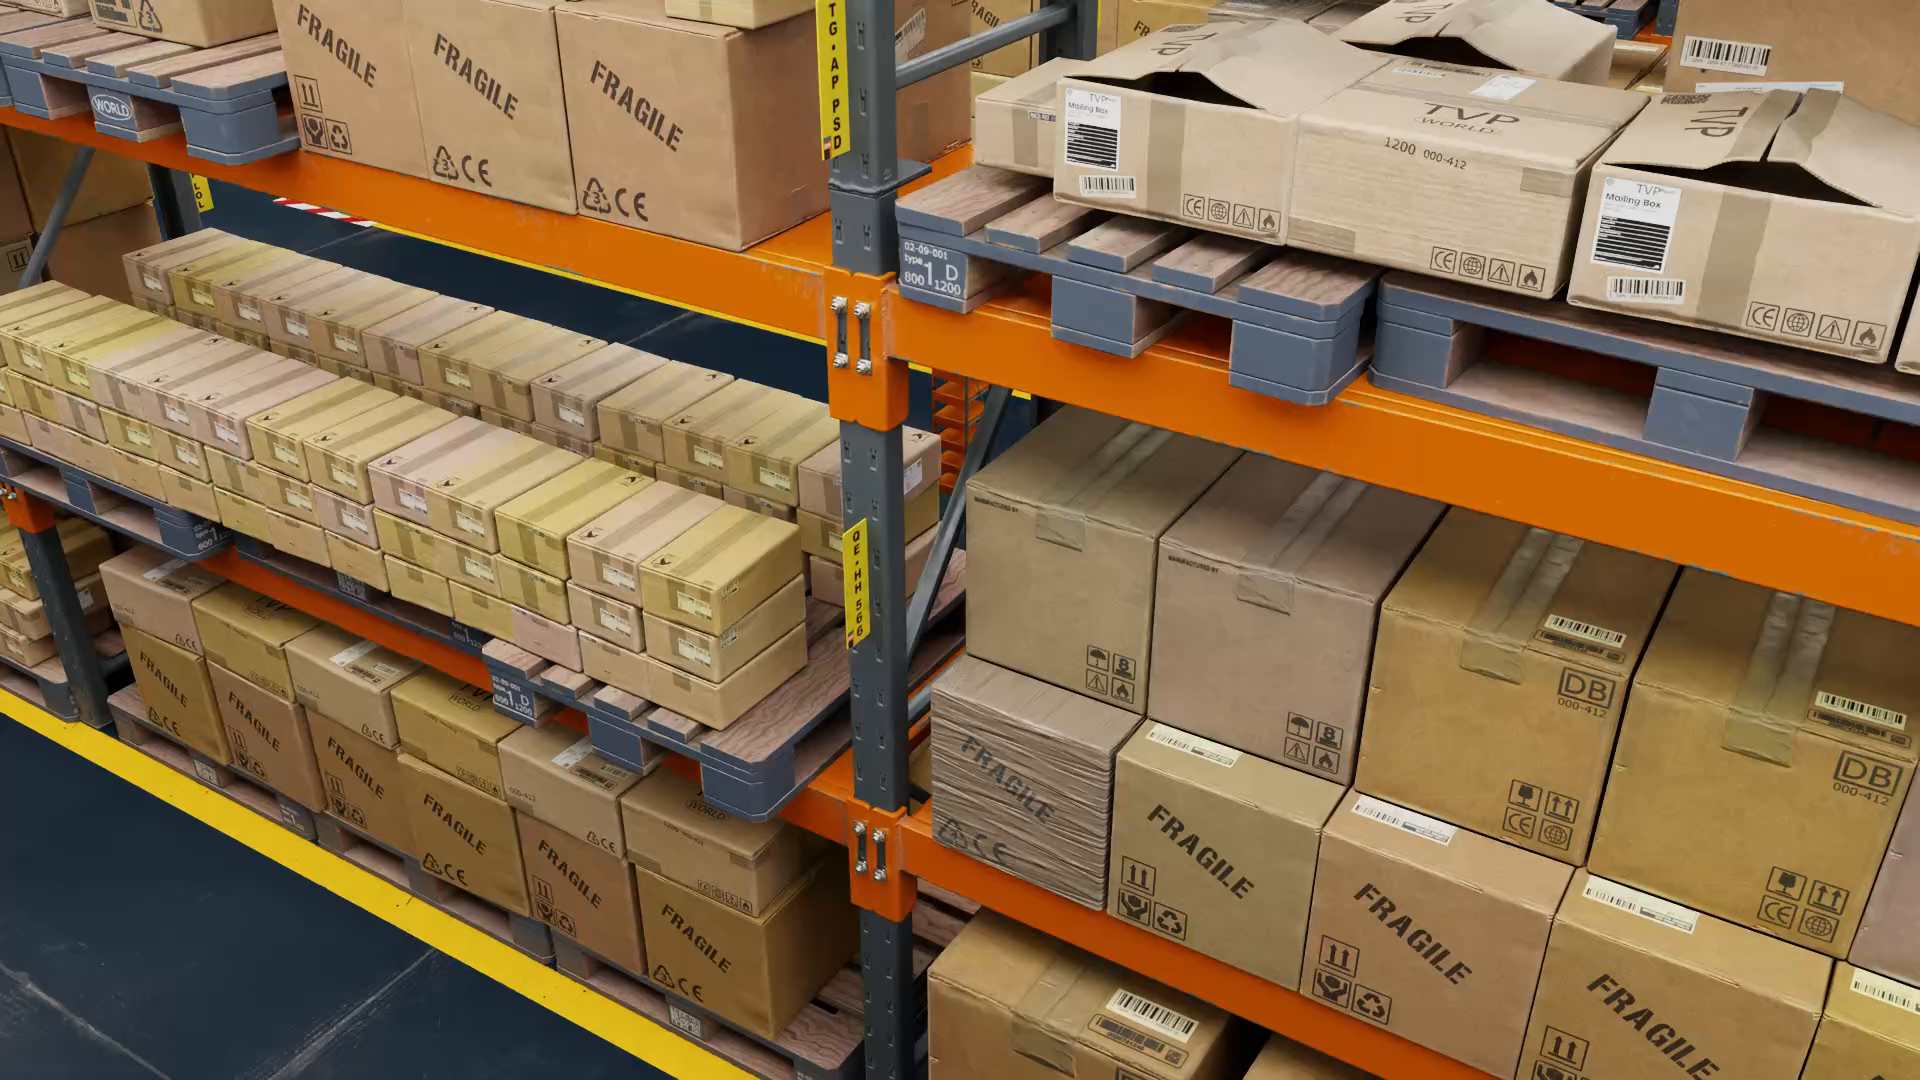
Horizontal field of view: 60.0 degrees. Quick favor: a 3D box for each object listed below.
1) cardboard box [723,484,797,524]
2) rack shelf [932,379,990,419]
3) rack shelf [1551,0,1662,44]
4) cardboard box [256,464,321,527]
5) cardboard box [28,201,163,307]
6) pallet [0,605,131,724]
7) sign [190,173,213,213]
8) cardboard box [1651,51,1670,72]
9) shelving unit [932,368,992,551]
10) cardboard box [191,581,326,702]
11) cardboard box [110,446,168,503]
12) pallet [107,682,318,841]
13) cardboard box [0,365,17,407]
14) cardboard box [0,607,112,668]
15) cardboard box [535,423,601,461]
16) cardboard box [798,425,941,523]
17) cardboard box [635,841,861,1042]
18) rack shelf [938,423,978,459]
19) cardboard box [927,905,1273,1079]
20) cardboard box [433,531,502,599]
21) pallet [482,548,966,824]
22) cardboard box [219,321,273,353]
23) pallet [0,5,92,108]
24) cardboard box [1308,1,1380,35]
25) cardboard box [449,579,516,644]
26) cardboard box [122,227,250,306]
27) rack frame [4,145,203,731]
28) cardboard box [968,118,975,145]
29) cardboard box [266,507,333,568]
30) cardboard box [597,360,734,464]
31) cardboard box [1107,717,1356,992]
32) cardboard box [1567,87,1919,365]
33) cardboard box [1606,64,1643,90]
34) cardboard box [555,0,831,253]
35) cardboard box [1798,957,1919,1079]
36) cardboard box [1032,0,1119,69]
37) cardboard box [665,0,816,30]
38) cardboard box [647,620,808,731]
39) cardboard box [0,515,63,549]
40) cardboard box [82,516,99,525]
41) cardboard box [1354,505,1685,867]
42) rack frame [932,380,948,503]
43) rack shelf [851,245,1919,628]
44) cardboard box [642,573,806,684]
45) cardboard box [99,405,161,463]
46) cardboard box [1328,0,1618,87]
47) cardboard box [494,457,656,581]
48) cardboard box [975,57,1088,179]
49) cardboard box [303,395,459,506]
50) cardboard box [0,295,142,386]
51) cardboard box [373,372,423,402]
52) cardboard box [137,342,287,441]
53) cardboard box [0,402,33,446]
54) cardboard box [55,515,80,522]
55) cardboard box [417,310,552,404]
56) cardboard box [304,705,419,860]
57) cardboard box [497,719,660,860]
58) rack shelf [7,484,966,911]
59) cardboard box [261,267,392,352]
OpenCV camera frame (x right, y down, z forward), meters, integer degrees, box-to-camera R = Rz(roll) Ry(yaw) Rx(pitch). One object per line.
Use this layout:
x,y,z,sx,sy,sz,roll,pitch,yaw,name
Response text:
-0.501,-0.149,5.066,0.250,0.149,0.380,19,35,30,cardboard box
0.012,-0.683,7.842,0.180,0.103,0.258,18,35,27,rack shelf
3.520,-4.145,13.092,4.000,0.370,1.077,18,35,27,rack shelf
-1.940,-0.214,5.177,0.250,0.149,0.380,17,34,26,cardboard box
-3.641,-1.144,6.840,0.500,0.500,0.500,17,34,26,cardboard box
-3.943,0.307,7.513,1.213,0.211,1.003,18,35,27,pallet
-3.063,-1.470,6.644,0.005,0.325,0.100,18,35,27,sign
3.555,-2.016,7.918,0.500,0.500,0.500,17,34,27,cardboard box
0.012,-0.514,7.941,0.189,1.200,0.258,18,35,27,shelving unit
-2.418,0.295,6.088,0.500,0.250,0.500,19,35,29,cardboard box
-2.606,-0.295,5.612,0.250,0.149,0.380,18,35,28,cardboard box
-2.695,0.680,6.874,1.213,0.211,1.003,18,35,27,pallet
-3.266,-0.632,5.893,0.250,0.149,0.380,18,35,28,cardboard box
-3.869,0.358,7.072,0.250,0.149,0.380,18,35,28,cardboard box
-1.153,-0.354,5.417,0.250,0.149,0.380,18,35,27,cardboard box
-0.259,-0.198,4.855,0.250,0.149,0.380,18,35,27,cardboard box
-0.664,1.173,5.326,0.500,0.500,0.500,17,34,27,cardboard box
0.012,-0.476,7.963,0.180,0.103,0.258,18,35,27,rack shelf
0.501,1.331,4.807,0.750,0.750,1.050,17,34,27,cardboard box
-1.291,-0.007,4.823,0.250,0.149,0.380,18,35,27,cardboard box
-0.628,0.277,4.989,1.003,0.211,1.213,18,35,27,pallet
-2.481,-0.773,6.136,0.250,0.149,0.380,19,35,29,cardboard box
-2.889,-1.736,5.458,1.003,0.211,1.213,18,35,27,pallet
2.002,-2.302,8.128,0.500,0.500,0.500,17,34,26,cardboard box
-1.266,0.126,4.889,0.250,0.149,0.380,17,34,27,cardboard box
-2.912,-1.038,6.294,0.250,0.149,0.380,19,35,30,cardboard box
-3.355,-0.732,6.528,0.127,3.000,1.000,18,35,27,rack frame
0.288,-2.294,9.355,0.500,0.250,0.500,17,34,27,cardboard box
-1.946,-0.087,5.255,0.250,0.149,0.380,16,34,25,cardboard box
-0.914,-0.407,5.212,0.250,0.149,0.380,16,34,25,cardboard box
0.702,0.667,4.031,0.500,0.500,0.500,17,34,27,cardboard box
1.388,-0.583,2.868,0.500,0.311,0.500,17,34,26,cardboard box
2.837,-1.934,7.777,0.500,0.500,0.500,17,34,26,cardboard box
-0.586,-1.044,3.987,0.500,0.500,0.500,18,35,27,cardboard box
1.980,1.071,3.338,0.500,0.500,0.500,18,35,28,cardboard box
0.721,-2.711,8.828,0.500,0.500,0.500,17,34,27,cardboard box
-0.448,-1.328,3.713,0.258,0.266,0.396,18,35,27,cardboard box
-0.630,0.331,4.539,0.250,0.149,0.380,18,35,28,cardboard box
-4.033,0.025,7.052,0.250,0.149,0.380,18,35,28,cardboard box
-3.739,-0.219,7.470,0.250,0.149,0.380,19,35,30,cardboard box
1.272,0.260,3.736,0.500,0.500,0.700,17,34,27,cardboard box
-0.065,-0.539,7.983,0.006,1.200,0.240,18,35,27,rack frame
1.727,-0.110,3.198,4.000,0.370,1.077,18,35,27,rack shelf
-0.628,0.200,4.468,0.250,0.149,0.380,18,35,28,cardboard box
-2.606,-0.425,5.539,0.250,0.149,0.380,16,34,25,cardboard box
1.077,-0.990,3.567,0.500,0.311,0.500,18,35,27,cardboard box
-1.060,-0.064,4.626,0.250,0.149,0.380,19,35,29,cardboard box
0.230,-0.915,3.598,0.250,0.149,0.380,16,34,25,cardboard box
-1.720,-0.273,4.984,0.250,0.149,0.380,19,35,30,cardboard box
-3.027,-0.688,5.695,0.250,0.149,0.380,19,35,29,cardboard box
-1.795,-0.560,5.770,0.250,0.149,0.380,18,35,28,cardboard box
-2.384,-0.482,5.342,0.250,0.149,0.380,17,34,27,cardboard box
-3.266,-0.503,5.968,0.250,0.149,0.380,16,34,25,cardboard box
-3.980,-0.124,7.602,0.250,0.149,0.380,17,34,27,cardboard box
-1.579,-0.617,5.573,0.250,0.149,0.380,17,34,27,cardboard box
-1.971,0.753,6.047,0.500,0.500,0.500,18,35,28,cardboard box
-1.120,0.712,5.373,0.500,0.250,0.500,18,35,28,cardboard box
-1.661,0.114,5.791,4.000,0.370,1.077,18,35,27,rack shelf
-2.243,-0.826,5.931,0.250,0.149,0.380,17,35,27,cardboard box
